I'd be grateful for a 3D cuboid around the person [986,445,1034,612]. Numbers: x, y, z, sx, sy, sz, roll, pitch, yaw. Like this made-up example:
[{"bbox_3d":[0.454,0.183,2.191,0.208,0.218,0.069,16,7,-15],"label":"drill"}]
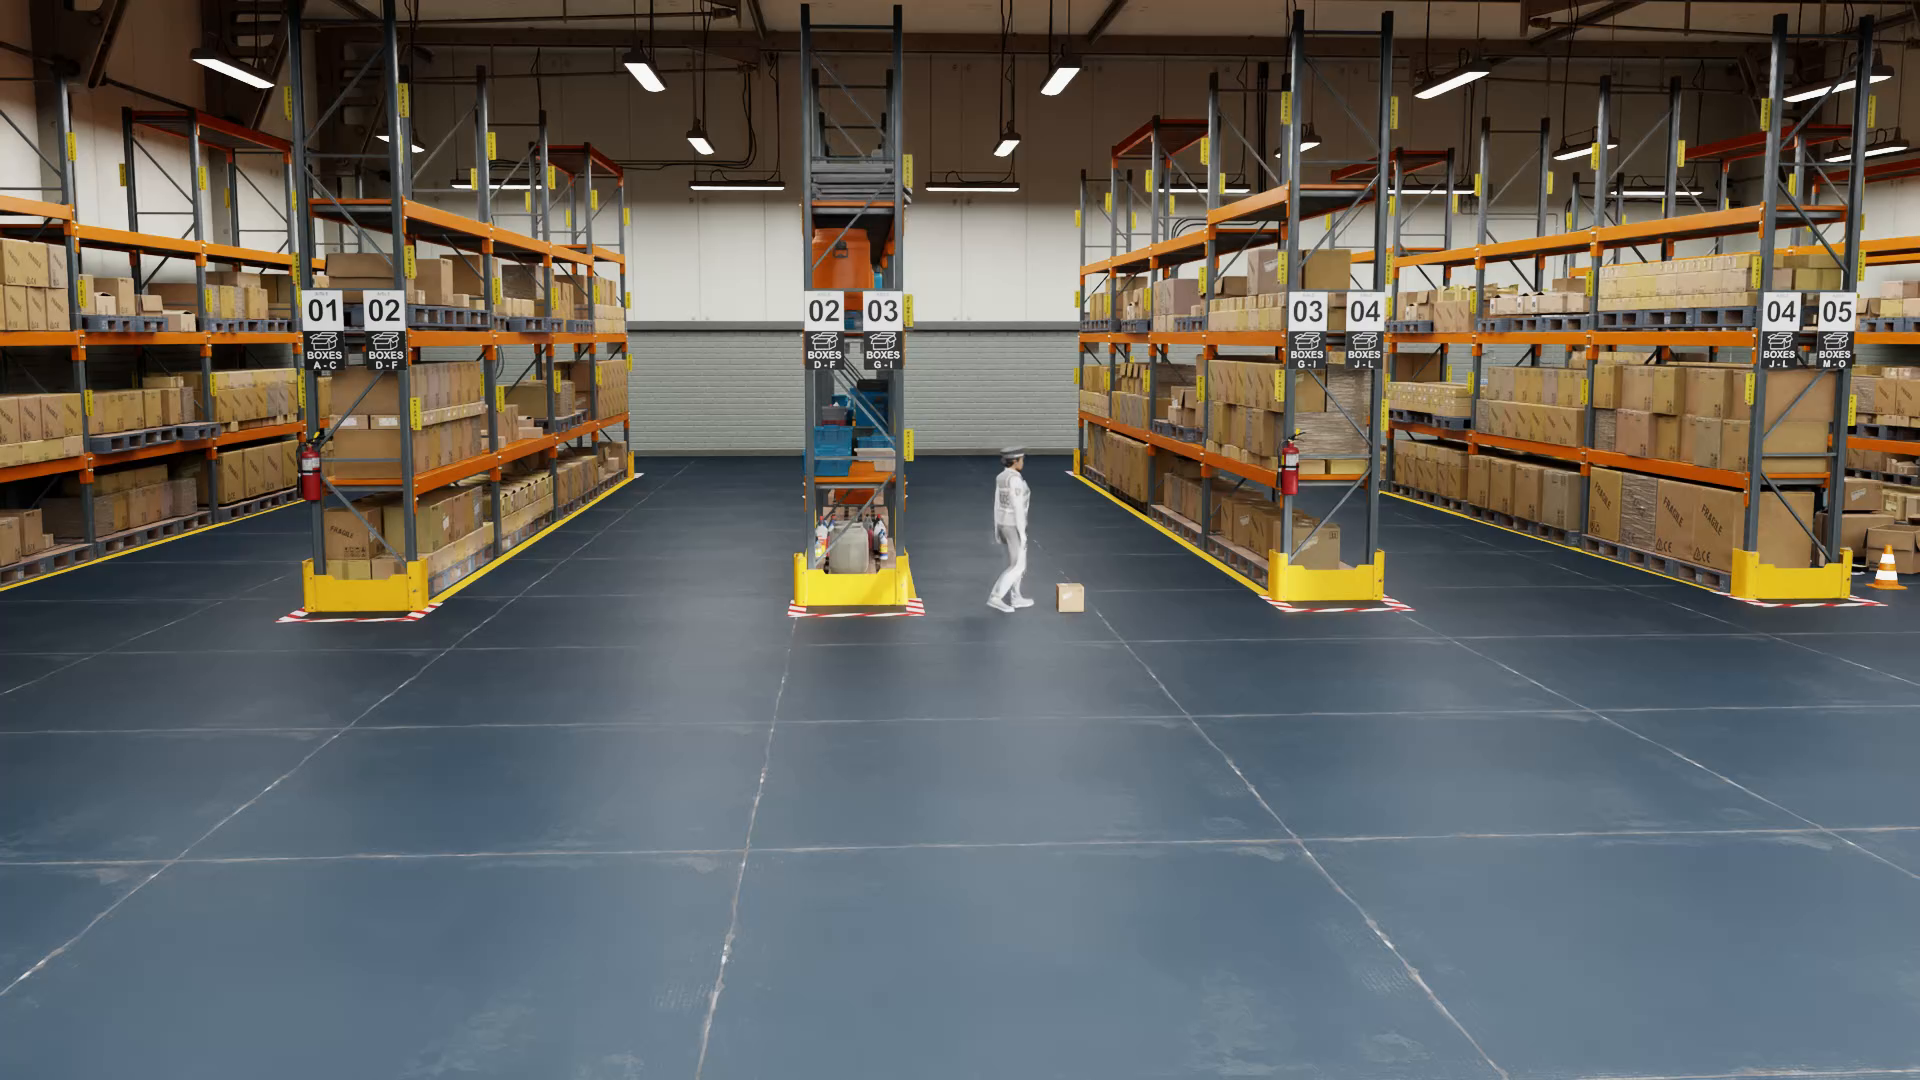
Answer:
[{"bbox_3d":[0.514,-0.111,16.488,0.679,1.653,0.622,-3,7,-21],"label":"person"}]
